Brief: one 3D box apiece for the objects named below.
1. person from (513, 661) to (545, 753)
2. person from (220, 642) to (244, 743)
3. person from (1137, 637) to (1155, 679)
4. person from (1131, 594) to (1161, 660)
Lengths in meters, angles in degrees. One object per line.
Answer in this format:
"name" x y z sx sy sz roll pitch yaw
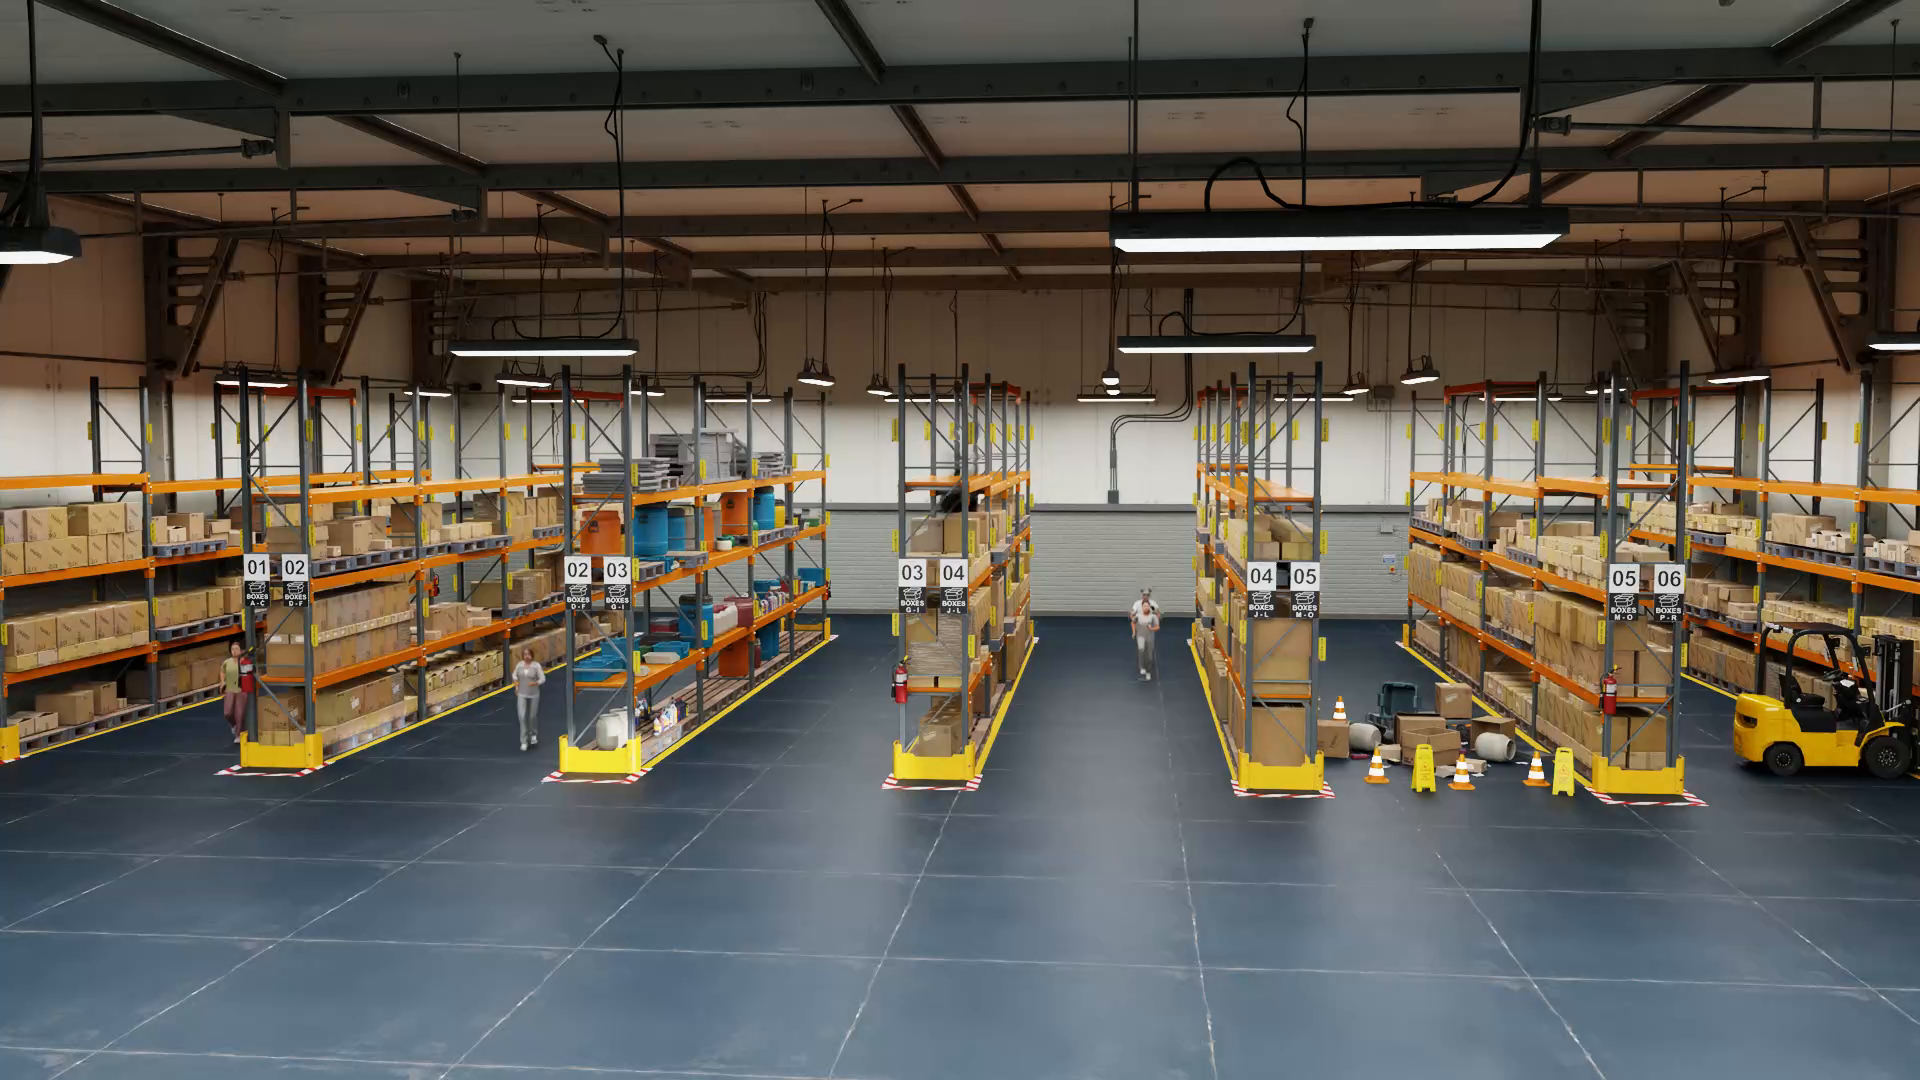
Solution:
"person" -6.839 2.624 26.382 0.535 1.420 0.654 0 4 -6
"person" -11.692 2.465 26.867 0.575 1.627 0.540 -1 4 -10
"person" 3.668 2.332 33.063 0.310 0.951 0.968 0 4 5
"person" 3.963 1.897 35.463 0.650 1.680 0.652 0 4 3
